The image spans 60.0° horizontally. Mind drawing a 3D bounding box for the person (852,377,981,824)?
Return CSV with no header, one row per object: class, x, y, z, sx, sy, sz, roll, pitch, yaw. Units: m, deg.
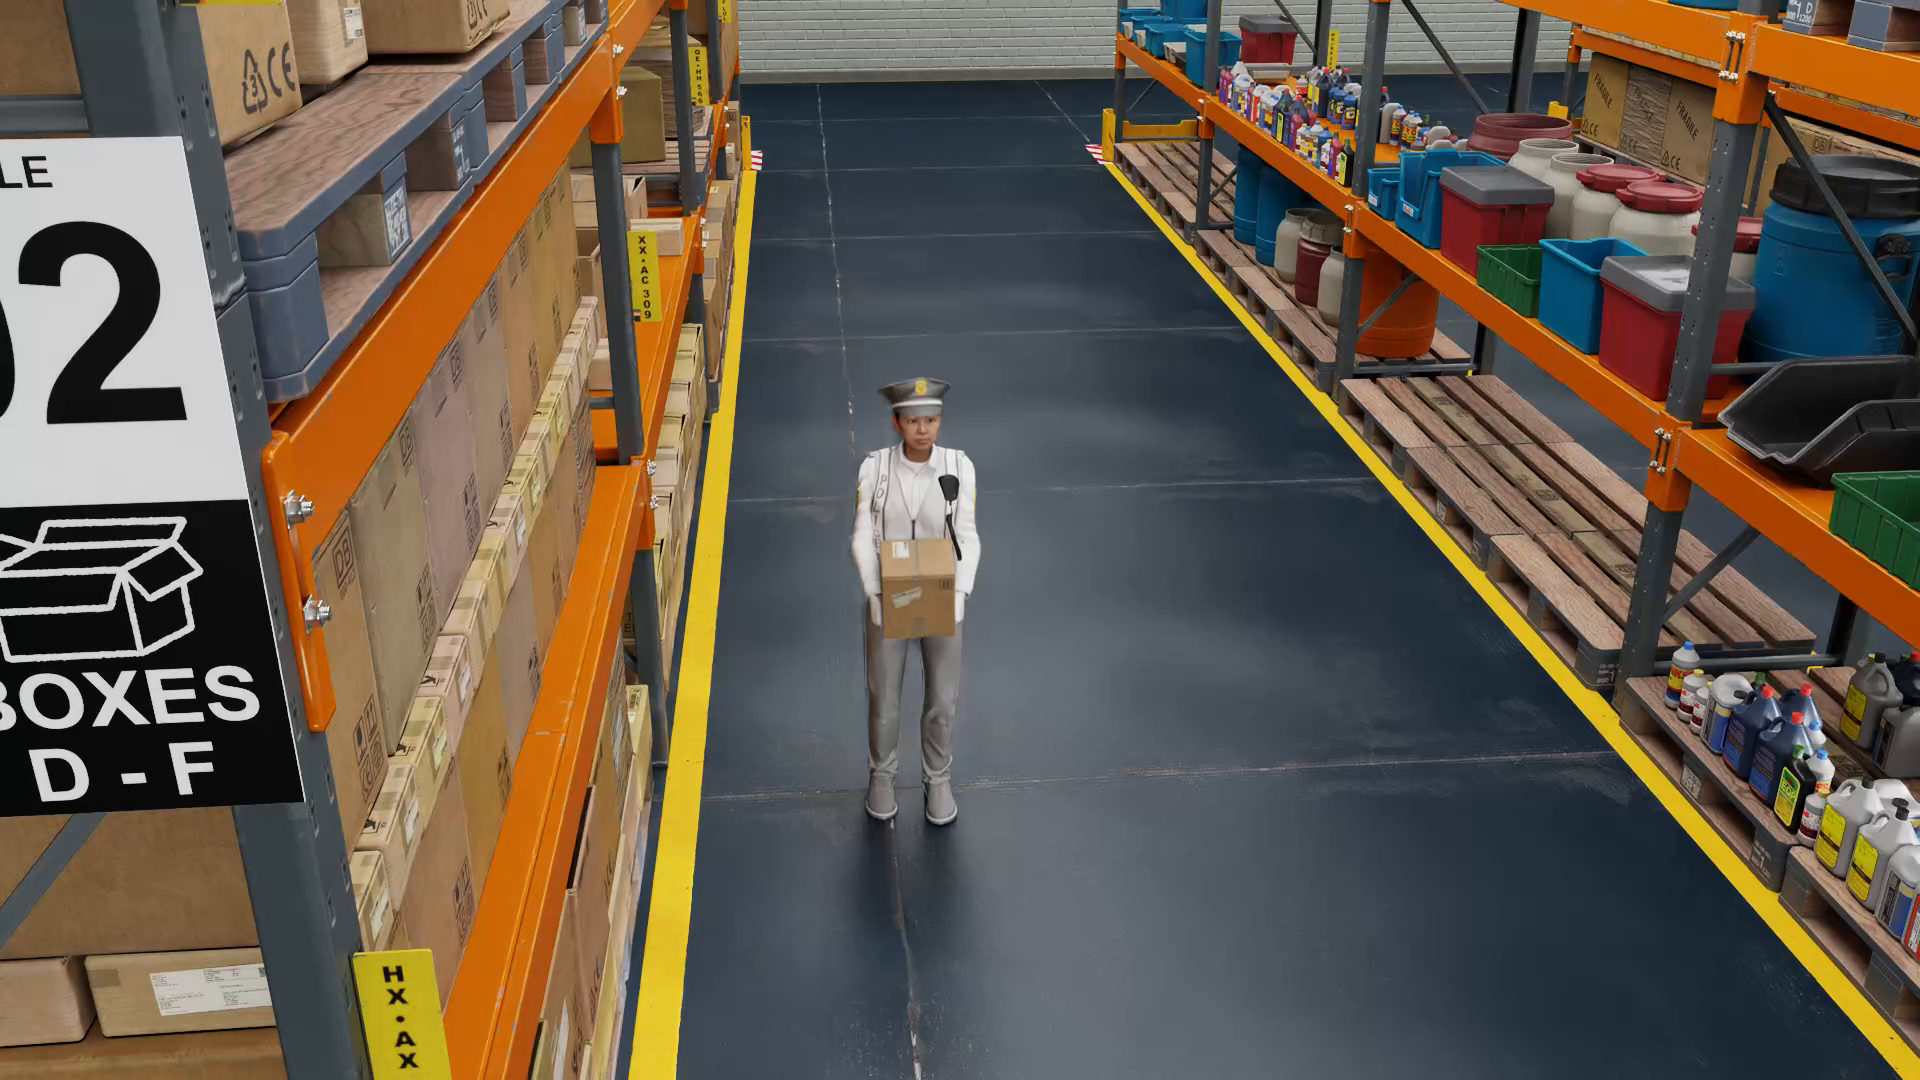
person,-0.156,0.238,6.028,0.461,1.687,0.562,-2,24,-4
